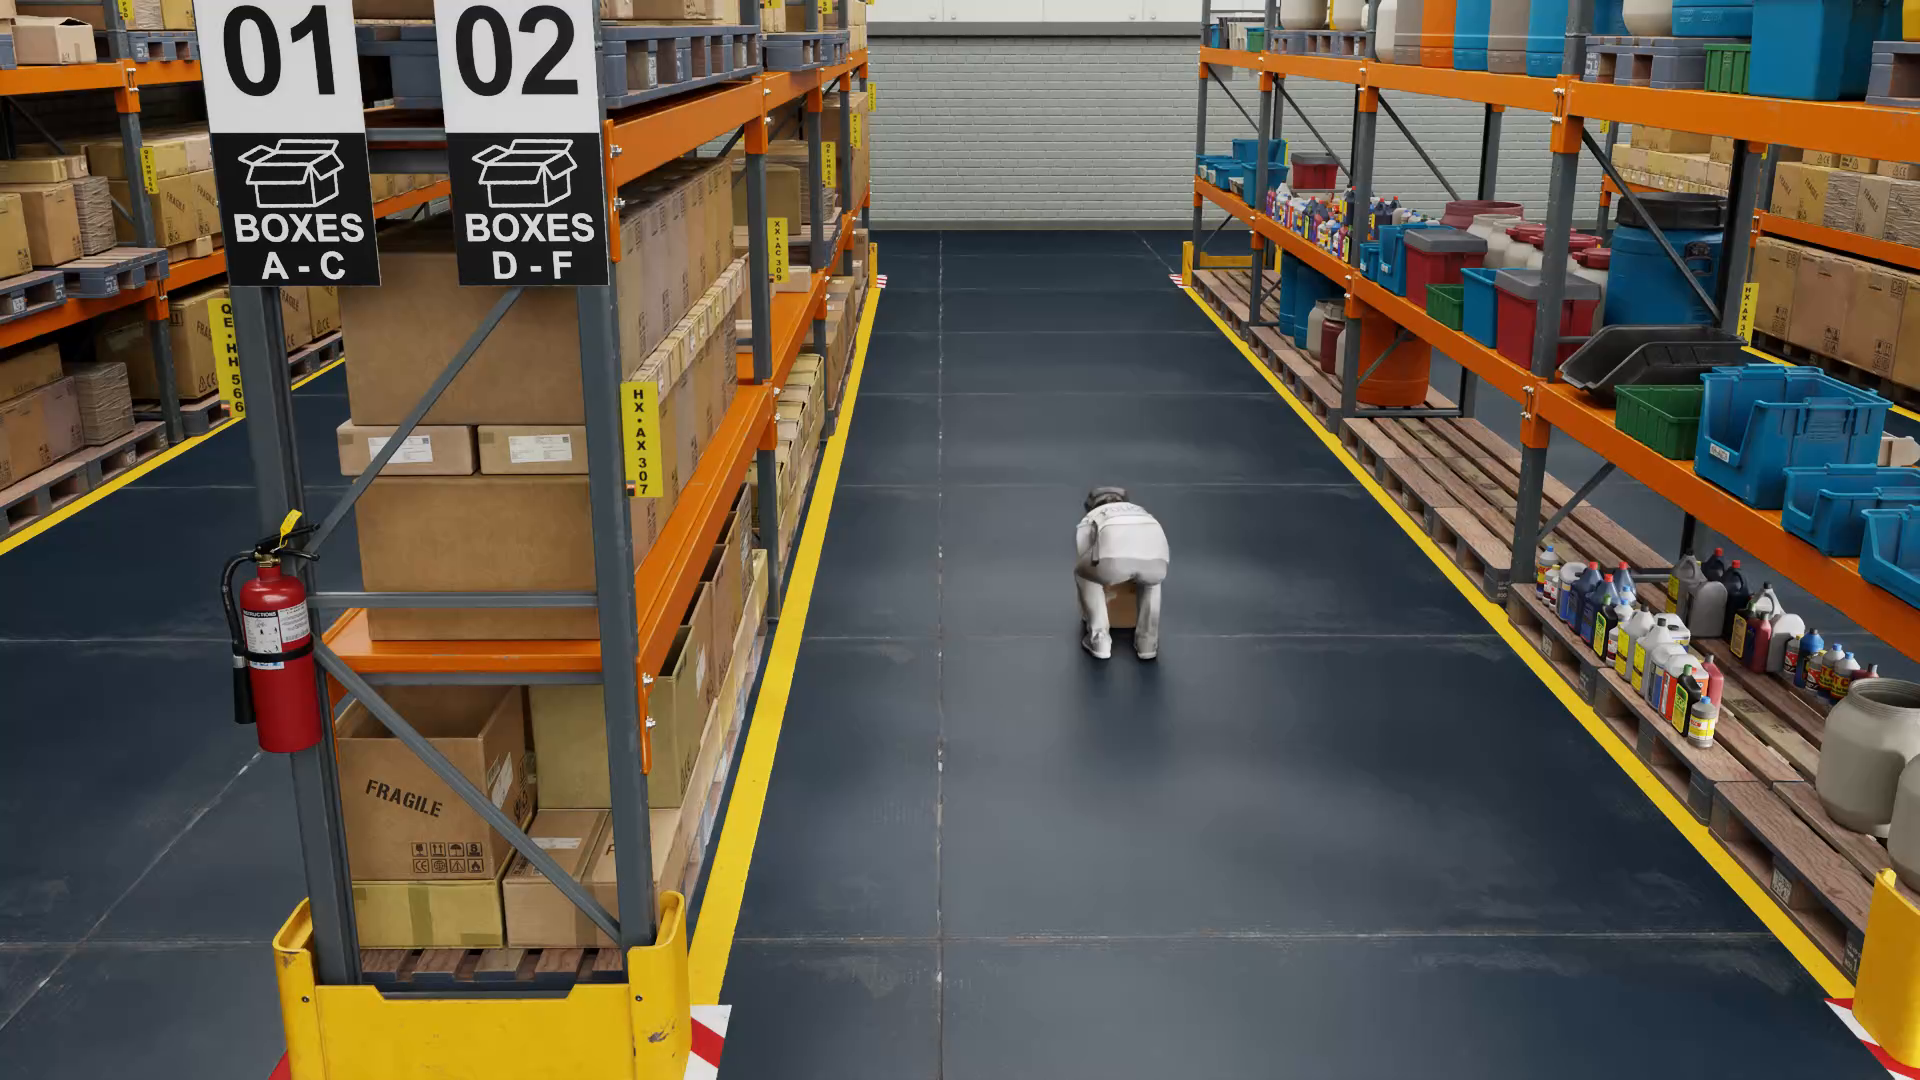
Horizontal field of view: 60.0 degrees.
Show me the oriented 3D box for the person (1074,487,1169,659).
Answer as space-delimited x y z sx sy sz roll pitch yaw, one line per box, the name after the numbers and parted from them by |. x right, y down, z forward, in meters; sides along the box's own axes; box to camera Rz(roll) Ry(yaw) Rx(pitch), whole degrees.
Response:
0.818 0.175 8.560 0.459 0.760 0.914 -1 17 -2 | person
